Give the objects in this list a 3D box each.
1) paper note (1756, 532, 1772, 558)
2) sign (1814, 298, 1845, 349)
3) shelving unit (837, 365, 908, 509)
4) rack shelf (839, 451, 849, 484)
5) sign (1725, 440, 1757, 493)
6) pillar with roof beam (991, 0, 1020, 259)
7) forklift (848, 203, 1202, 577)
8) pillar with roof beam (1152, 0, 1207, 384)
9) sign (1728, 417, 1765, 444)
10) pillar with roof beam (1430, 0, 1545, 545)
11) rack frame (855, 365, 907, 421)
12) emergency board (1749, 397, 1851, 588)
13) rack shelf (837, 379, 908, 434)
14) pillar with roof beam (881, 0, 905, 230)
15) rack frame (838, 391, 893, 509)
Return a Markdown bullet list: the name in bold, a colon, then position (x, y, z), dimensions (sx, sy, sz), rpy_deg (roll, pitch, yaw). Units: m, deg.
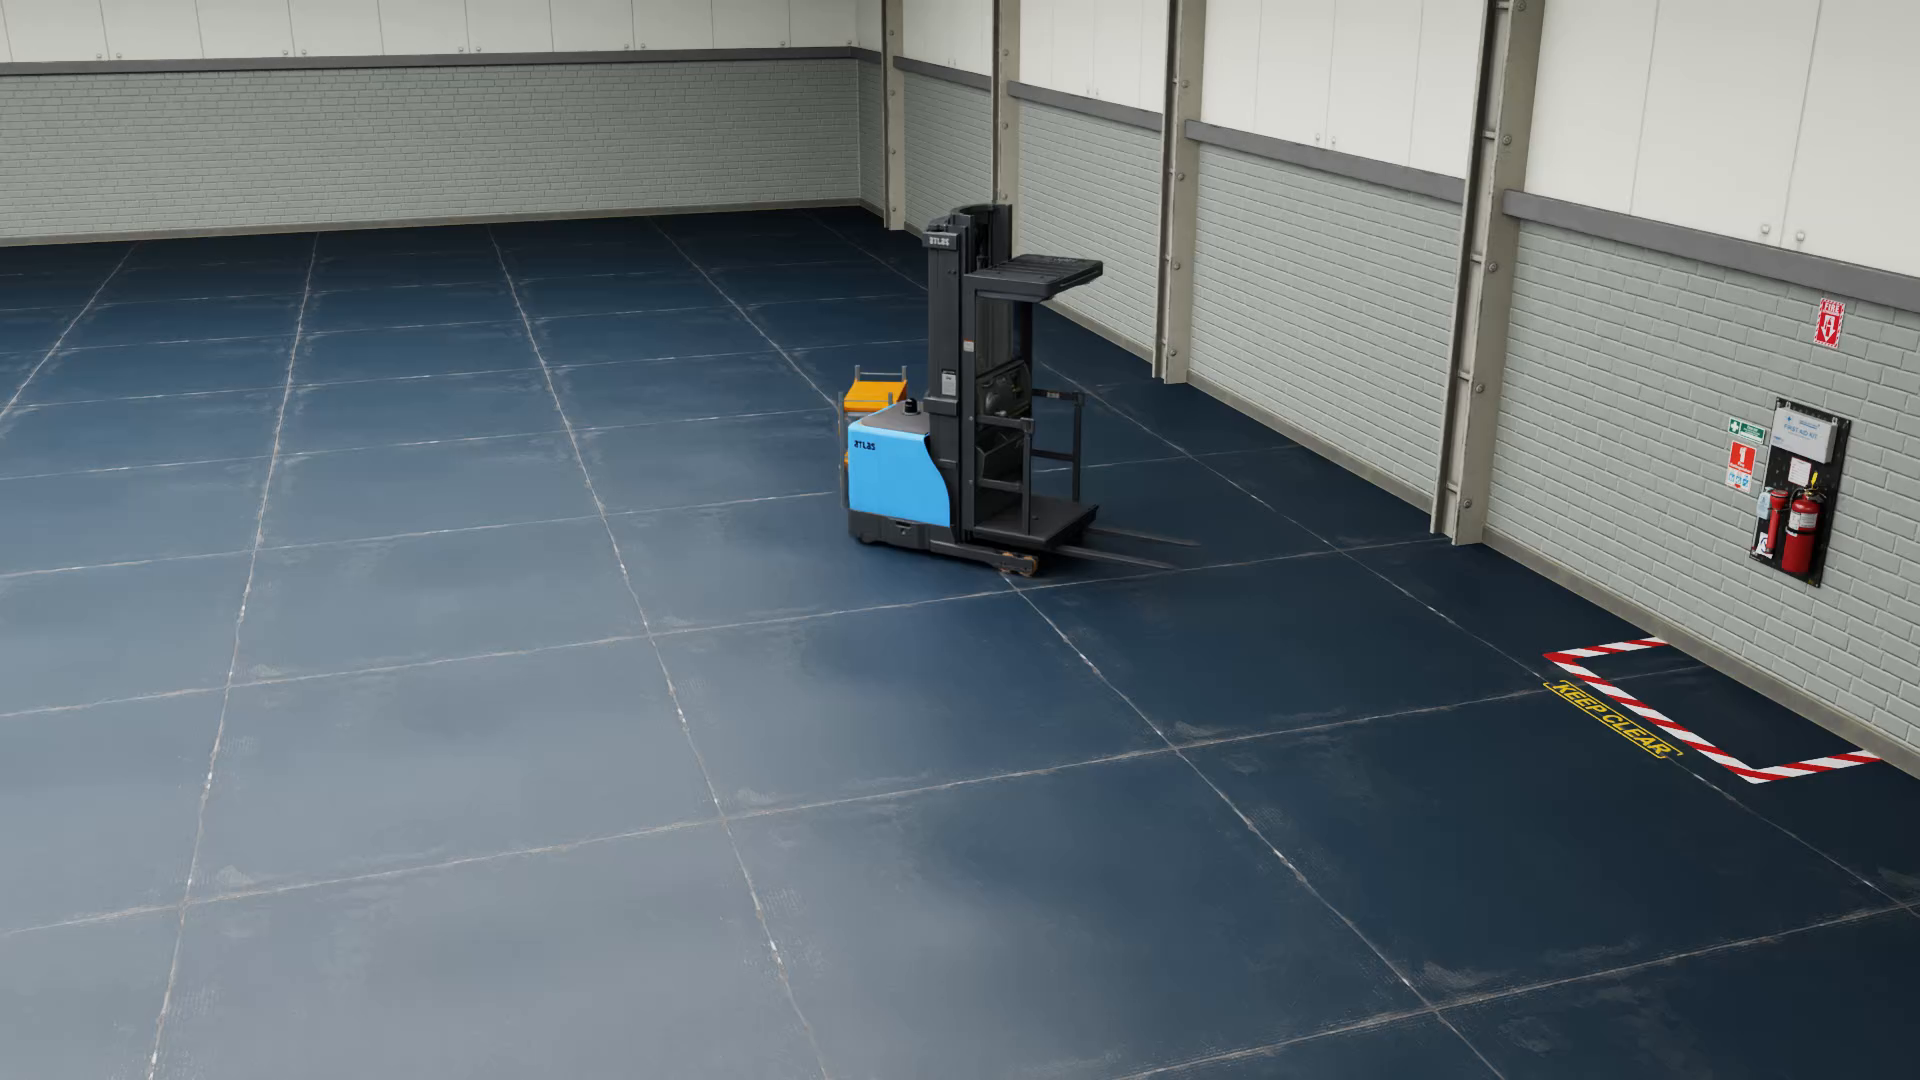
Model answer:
- **paper note**: position (5.601, 0.037, 11.555), dimensions (0.016, 0.148, 0.142), rpy_deg (-6, 21, -17)
- **sign**: position (5.683, -1.418, 10.873), dimensions (0.001, 0.298, 0.199), rpy_deg (-6, 21, -17)
- **shelving unit**: position (-0.817, -0.993, 15.890), dimensions (0.538, 1.125, 1.048), rpy_deg (2, 20, 5)
- **rack shelf**: position (-0.817, -0.762, 15.973), dimensions (0.538, 0.278, 1.000), rpy_deg (2, 20, 5)
- **sign**: position (5.515, -0.519, 11.746), dimensions (0.001, 0.329, 0.234), rpy_deg (-6, 21, -17)
- **pillar with roof beam**: position (-3.413, -7.659, 22.803), dimensions (9.100, 9.000, 0.400), rpy_deg (-6, 21, -17)
- **forklift**: position (0.553, -1.278, 14.014), dimensions (3.031, 2.935, 1.130), rpy_deg (10, 22, 27)
- **pillar with roof beam**: position (-1.527, -5.734, 17.442), dimensions (9.100, 9.000, 0.400), rpy_deg (-6, 21, -17)
- **sign**: position (5.508, -0.766, 11.650), dimensions (0.001, 0.109, 0.331), rpy_deg (-6, 21, -17)
- **pillar with roof beam**: position (0.359, -3.808, 12.082), dimensions (9.100, 9.000, 0.400), rpy_deg (-6, 21, -17)
- **rack frame**: position (-0.770, -1.164, 16.367), dimensions (0.500, 1.125, 0.032), rpy_deg (2, 20, 5)
- **emergency board**: position (5.591, -0.314, 11.228), dimensions (0.194, 1.169, 0.643), rpy_deg (-6, 21, -17)
- **rack shelf**: position (-0.817, -1.268, 15.792), dimensions (0.538, 0.278, 1.000), rpy_deg (2, 20, 5)
- **pillar with roof beam**: position (-5.299, -9.585, 28.163), dimensions (9.100, 9.000, 0.400), rpy_deg (-6, 21, -17)
- **rack frame**: position (-0.863, -0.821, 15.414), dimensions (0.500, 1.125, 0.032), rpy_deg (2, 20, 5)
